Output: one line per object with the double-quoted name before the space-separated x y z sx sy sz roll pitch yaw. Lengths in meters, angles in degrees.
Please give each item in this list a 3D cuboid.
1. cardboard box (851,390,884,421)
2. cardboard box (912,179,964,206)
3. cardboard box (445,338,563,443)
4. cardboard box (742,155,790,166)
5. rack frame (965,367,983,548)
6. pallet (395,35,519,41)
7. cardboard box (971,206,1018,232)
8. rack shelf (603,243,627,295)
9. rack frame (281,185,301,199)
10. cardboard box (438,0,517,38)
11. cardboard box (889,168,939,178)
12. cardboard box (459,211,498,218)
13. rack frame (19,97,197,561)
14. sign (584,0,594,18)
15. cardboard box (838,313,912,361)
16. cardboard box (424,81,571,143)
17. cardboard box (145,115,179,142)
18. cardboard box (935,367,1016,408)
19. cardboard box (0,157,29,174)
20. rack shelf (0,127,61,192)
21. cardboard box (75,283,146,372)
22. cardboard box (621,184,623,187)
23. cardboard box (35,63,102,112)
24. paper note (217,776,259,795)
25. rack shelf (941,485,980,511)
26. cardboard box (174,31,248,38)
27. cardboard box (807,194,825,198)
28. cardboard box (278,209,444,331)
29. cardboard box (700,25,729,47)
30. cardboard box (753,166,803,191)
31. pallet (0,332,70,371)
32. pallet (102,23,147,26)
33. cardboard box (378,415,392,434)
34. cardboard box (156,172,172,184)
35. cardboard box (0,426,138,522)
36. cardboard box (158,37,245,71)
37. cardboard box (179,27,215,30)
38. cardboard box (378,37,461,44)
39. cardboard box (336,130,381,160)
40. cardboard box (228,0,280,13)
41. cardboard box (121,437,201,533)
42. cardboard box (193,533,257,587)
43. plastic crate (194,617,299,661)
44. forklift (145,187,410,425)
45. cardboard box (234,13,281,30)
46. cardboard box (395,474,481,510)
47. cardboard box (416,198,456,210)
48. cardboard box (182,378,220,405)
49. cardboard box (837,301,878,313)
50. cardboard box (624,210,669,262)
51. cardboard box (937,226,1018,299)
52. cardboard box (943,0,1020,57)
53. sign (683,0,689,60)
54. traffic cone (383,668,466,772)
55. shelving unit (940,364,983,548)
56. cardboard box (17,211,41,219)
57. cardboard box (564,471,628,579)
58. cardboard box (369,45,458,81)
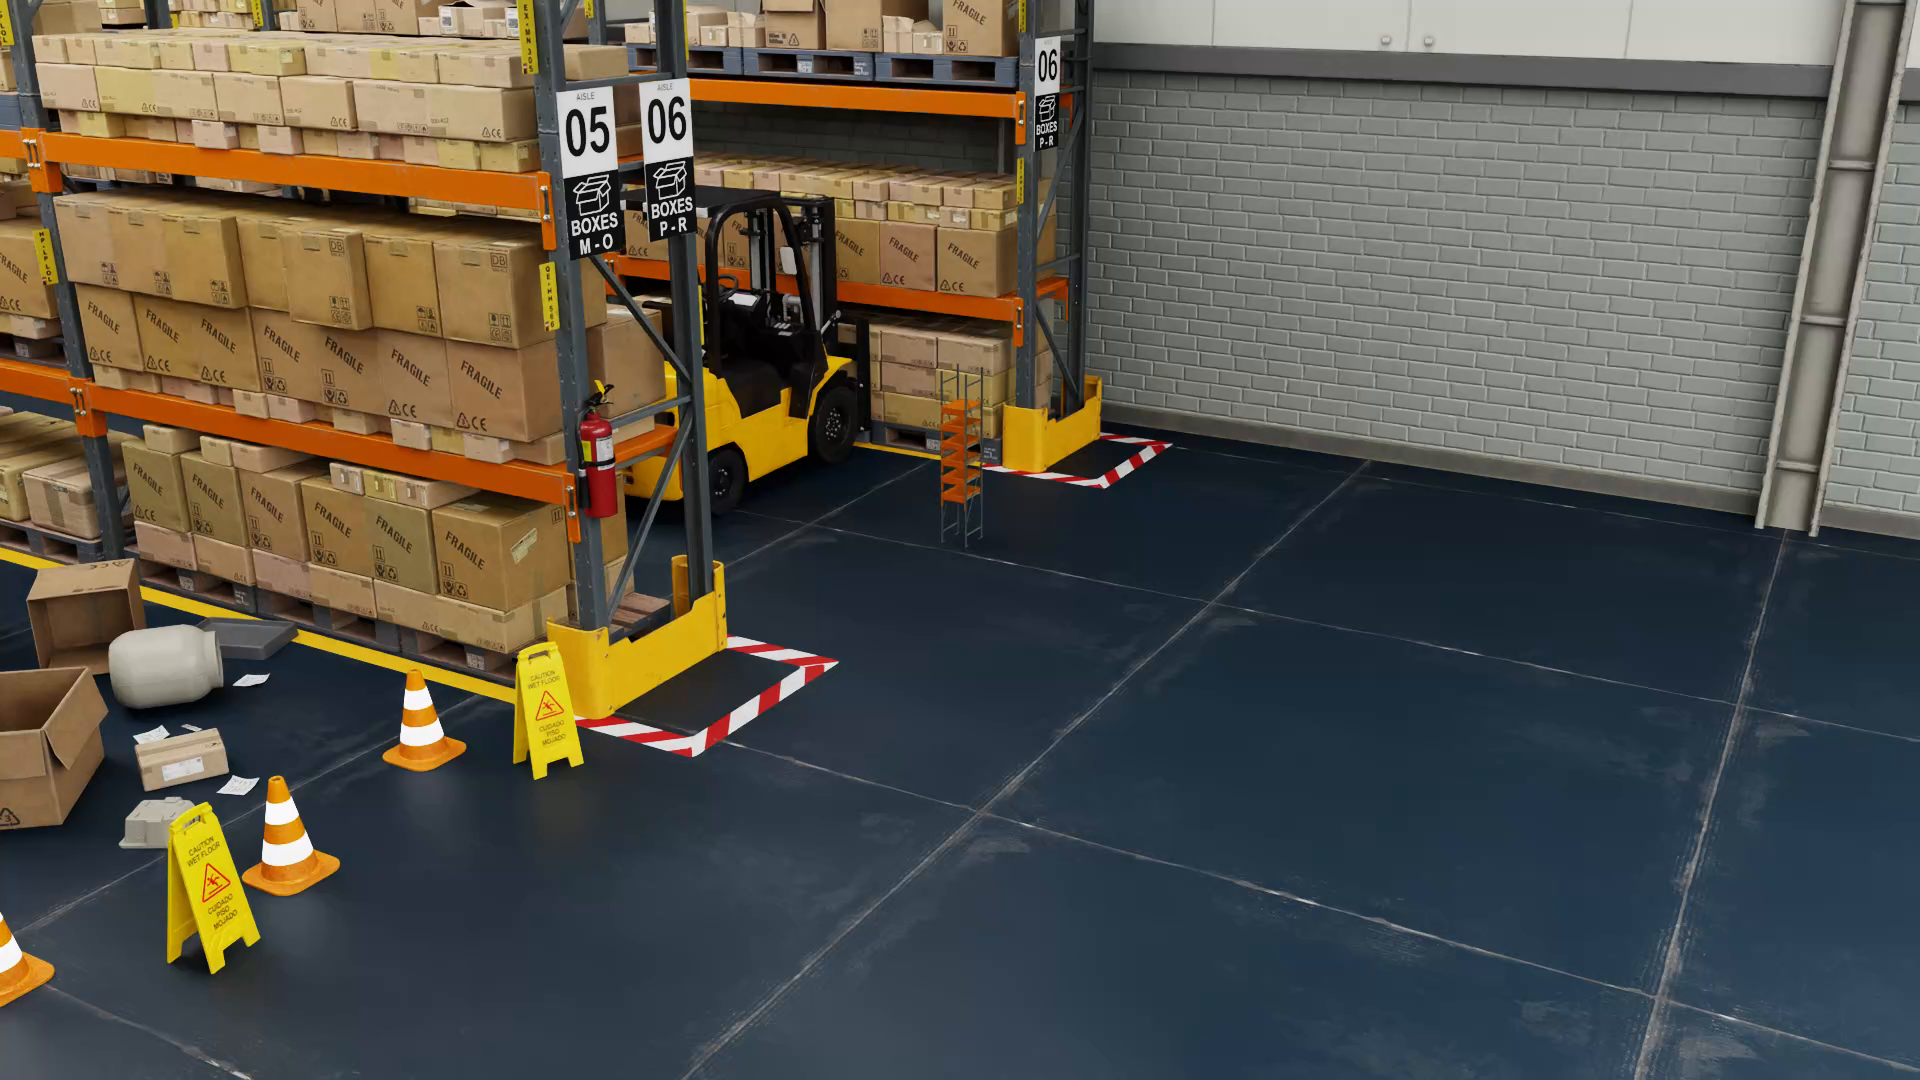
"cardboard box" -0.706 -1.184 13.647 0.500 0.250 0.500 11 23 28
"cardboard box" -0.167 -2.680 12.819 0.250 0.149 0.380 11 23 28
"cardboard box" -2.305 -0.841 8.701 0.500 0.500 0.500 10 22 26
"cardboard box" -1.660 -3.201 14.255 0.250 0.149 0.380 10 22 26
"rack frame" 0.093 -0.546 11.112 0.006 1.200 0.240 11 23 27
"pallet" -4.650 -4.504 15.261 1.213 0.211 1.003 12 23 30
"cardboard box" 0.281 -2.450 12.622 0.250 0.149 0.380 11 23 28
"rack shelf" -4.518 -2.783 15.695 4.000 0.370 1.077 11 23 27
"rack frame" -6.264 -3.454 16.489 0.127 3.000 1.000 11 23 27
"cardboard box" -4.192 -4.577 14.554 0.500 0.311 0.500 10 22 25
"cardboard box" -0.369 -2.910 13.455 0.250 0.149 0.380 12 23 29
"cardboard box" -4.199 -2.898 15.176 0.500 0.250 0.500 11 23 28
"rack frame" -5.189 -1.311 10.580 0.127 3.000 1.000 11 23 27
"sign" -3.028 -4.427 13.552 0.005 0.325 0.100 11 23 27
"cardboard box" -0.728 -1.647 13.455 0.500 0.250 0.500 11 23 28
"cardboard box" -2.275 -2.130 8.223 0.500 0.250 0.500 10 22 27
"cardboard box" -4.366 -2.356 9.430 0.250 0.149 0.380 12 23 29
"cardboard box" 0.143 -1.252 13.100 0.500 0.250 0.500 10 22 27
"cardboard box" -10.319 -4.201 18.331 0.500 0.250 0.500 11 23 29
"rack shelf" -6.935 -2.715 11.108 4.000 0.370 1.077 11 23 27
"cardboard box" -4.941 -1.341 10.081 0.500 0.500 0.500 11 23 27
"cardboard box" -2.974 -3.263 14.864 0.250 0.149 0.380 10 22 26
"cardboard box" -4.938 -2.635 9.617 0.500 0.250 0.500 10 22 26
"paper note" -3.493 1.186 8.052 0.142 0.019 0.148 3 20 9
"rack shelf" 0.013 -0.294 11.251 0.180 0.103 0.258 11 23 27
"cardboard box" -4.358 -2.899 9.760 0.250 0.149 0.380 11 23 29
"cardboard box" -1.025 -2.724 13.379 0.250 0.149 0.380 11 22 27
"cardboard box" -3.183 -1.463 8.950 0.500 0.500 0.700 10 22 27
"cardboard box" -1.857 -4.033 13.290 0.250 0.149 0.380 12 23 29
"cardboard box" -1.475 -2.949 13.561 0.250 0.149 0.380 11 23 27
"pallet" -5.785 -1.391 11.082 1.213 0.211 1.003 11 23 27
"pallet" -9.221 -5.312 17.487 1.003 0.211 1.213 11 23 27
"cardboard box" -3.011 -0.702 9.271 0.250 0.149 0.380 11 23 28
"cardboard box" -7.779 -3.917 16.996 0.637 0.503 0.797 10 22 26
"cardboard box" -6.277 -0.478 11.521 0.625 0.372 0.950 12 23 31
"cardboard box" -4.148 -2.669 9.124 0.250 0.149 0.380 10 22 26
"cardboard box" -7.269 -4.890 16.269 0.500 0.250 0.500 11 23 27
"cardboard box" -2.958 -2.674 9.137 0.250 0.149 0.380 11 23 29
"cardboard box" -3.023 -2.089 8.694 0.250 0.149 0.380 11 22 27
"cardboard box" -6.708 -5.090 15.799 0.250 0.149 0.380 12 23 29
"cardboard box" -4.806 -0.390 10.357 0.500 0.500 0.500 12 23 30
"cardboard box" -4.334 0.048 10.249 0.500 0.250 0.500 12 23 30
"plastic crate" -4.218 0.567 9.685 0.583 0.080 0.402 3 20 9
"forklift" -4.953 -2.024 12.646 3.031 2.935 1.130 -2 20 -5
"cardboard box" -6.691 -4.969 15.900 0.250 0.149 0.380 11 23 28
"cardboard box" -2.877 -0.304 9.171 0.250 0.149 0.380 12 23 29
"cardboard box" -4.652 -3.219 15.326 0.500 0.250 0.500 11 23 28
"cardboard box" -4.379 -0.932 9.903 0.250 0.149 0.380 12 23 29
"cardboard box" -0.920 -1.891 14.128 0.500 0.250 0.500 10 22 26
"cardboard box" -2.512 -2.684 14.220 0.500 0.500 0.500 10 22 26
"cardboard box" 0.163 -2.174 12.814 0.500 0.500 0.500 10 22 26
"cardboard box" 0.215 -3.826 12.207 0.500 0.500 0.500 12 23 29
"sign" -1.432 -2.628 8.531 0.005 0.325 0.100 11 23 27
"traffic cone" -2.701 0.860 8.317 0.334 0.463 0.336 11 23 27
"shelving unit" 0.013 -0.562 11.154 0.189 1.200 0.258 11 23 27
"cardboard box" -5.896 -1.941 11.120 0.500 0.500 0.500 11 23 27
"cardboard box" -2.287 -0.123 9.622 0.500 0.500 0.500 10 22 26
"cardboard box" -2.771 -2.430 8.464 0.250 0.149 0.380 11 23 28
